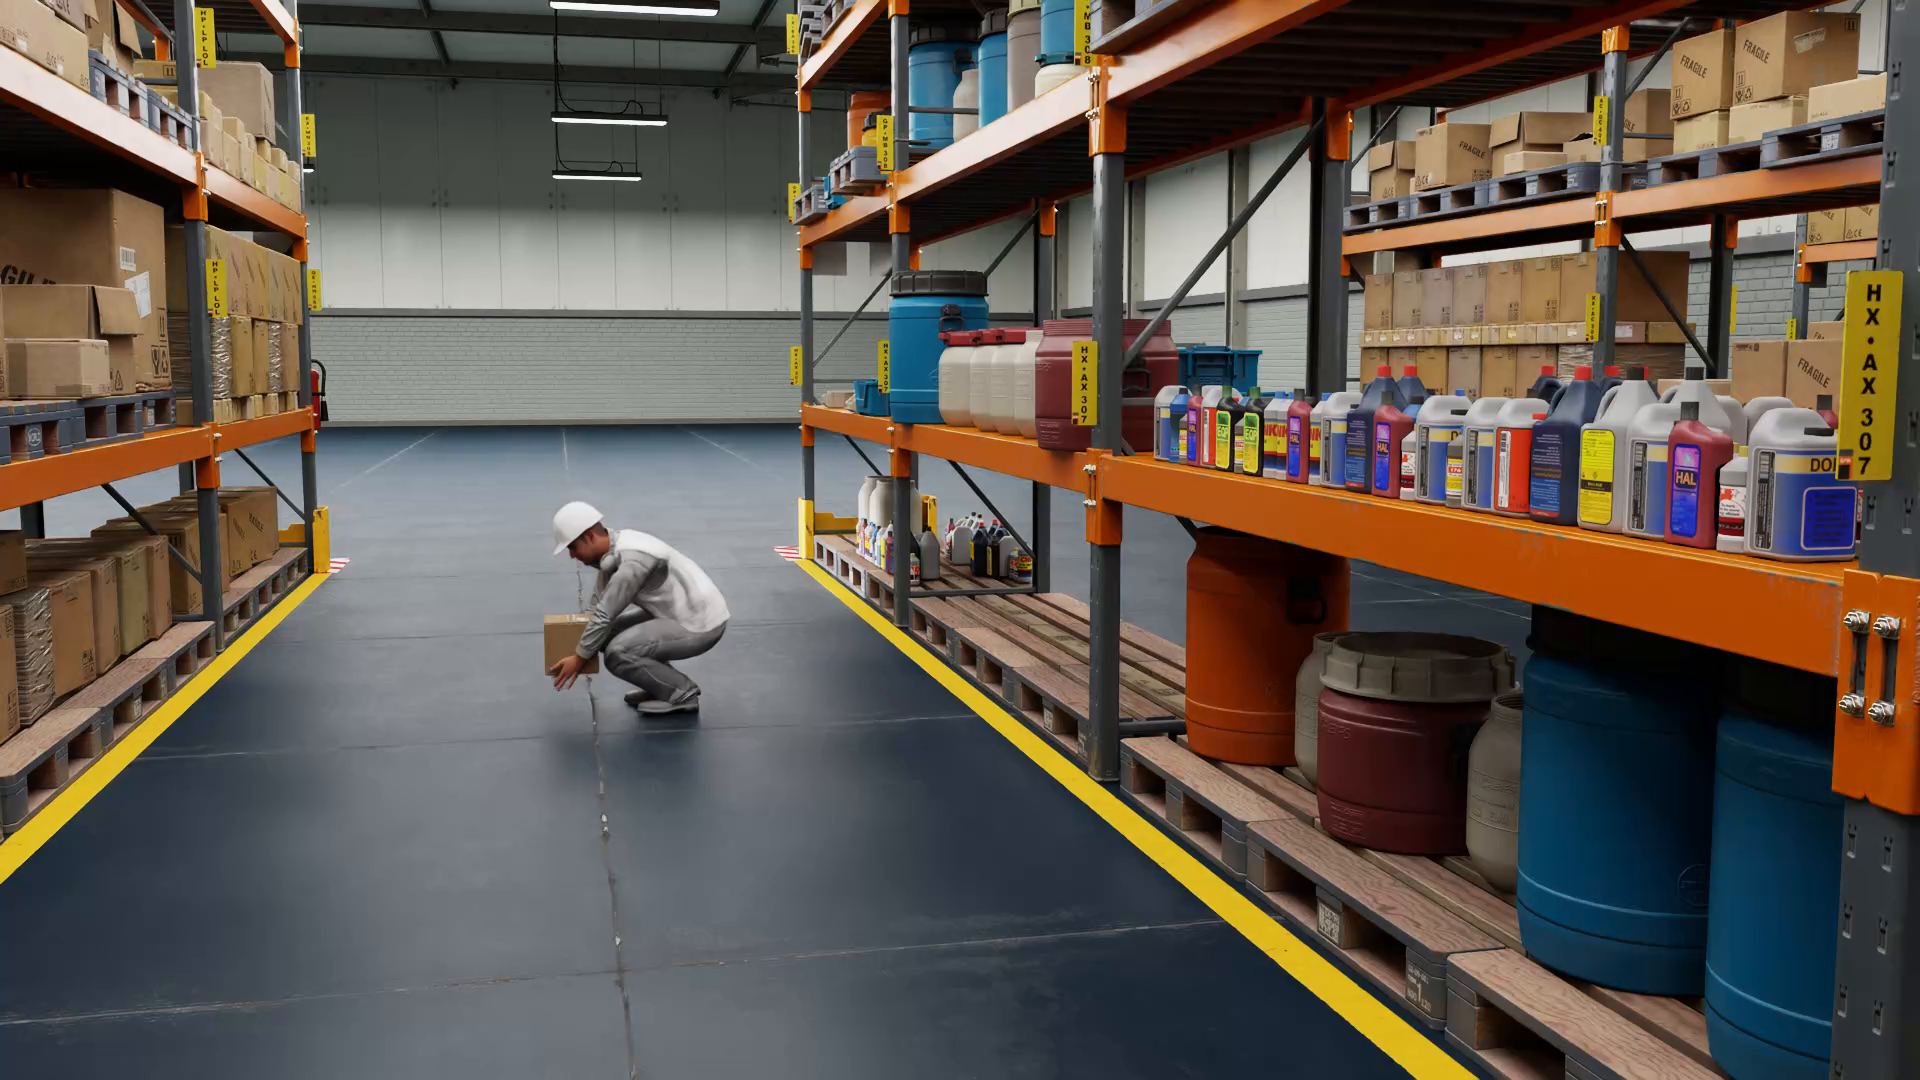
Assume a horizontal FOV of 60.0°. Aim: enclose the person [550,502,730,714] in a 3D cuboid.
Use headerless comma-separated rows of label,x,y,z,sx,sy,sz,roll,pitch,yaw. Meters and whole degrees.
person,-1.539,0.315,7.984,0.851,1.020,0.518,-2,6,-14
